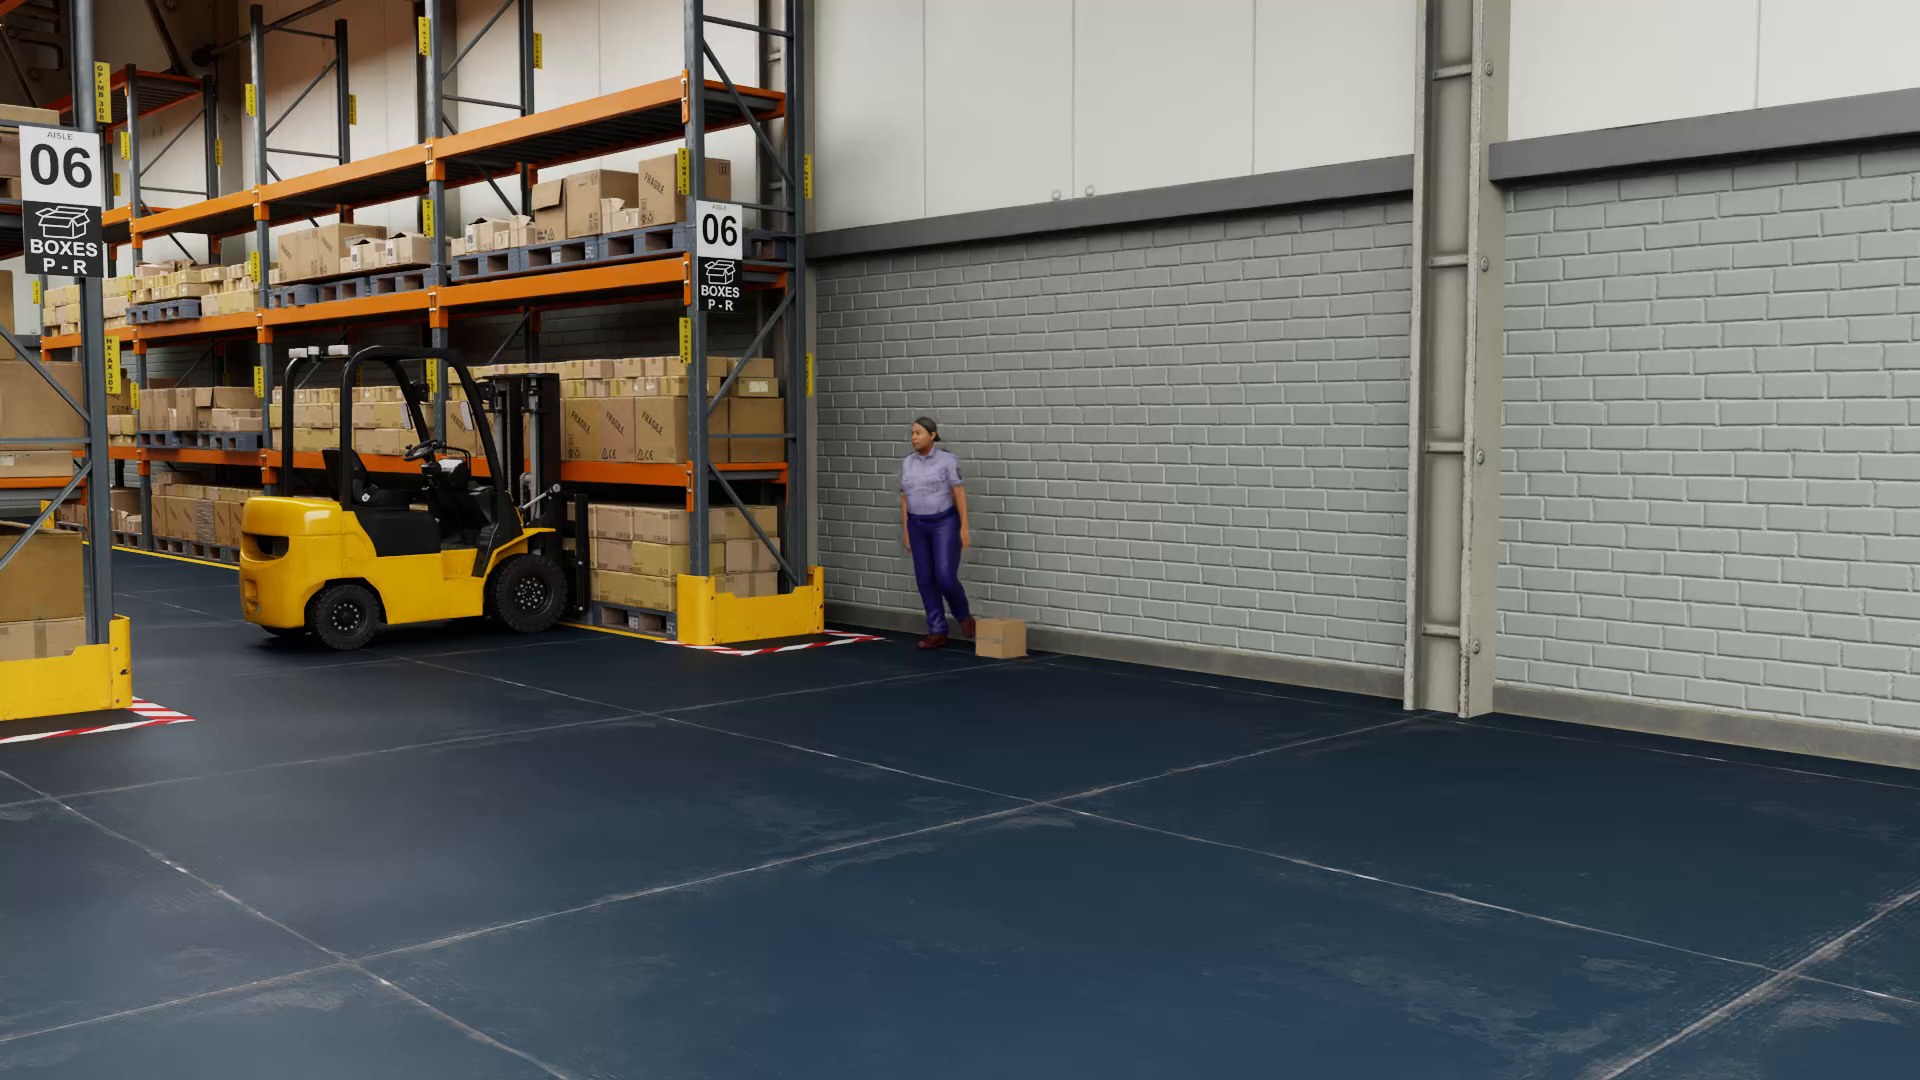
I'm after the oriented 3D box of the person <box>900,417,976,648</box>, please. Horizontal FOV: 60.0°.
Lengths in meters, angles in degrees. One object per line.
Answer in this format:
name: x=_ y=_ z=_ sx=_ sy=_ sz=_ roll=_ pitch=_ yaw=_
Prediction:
person: x=-0.155 y=-0.054 z=11.843 sx=0.557 sy=1.642 sz=0.475 roll=2 pitch=5 yaw=29
